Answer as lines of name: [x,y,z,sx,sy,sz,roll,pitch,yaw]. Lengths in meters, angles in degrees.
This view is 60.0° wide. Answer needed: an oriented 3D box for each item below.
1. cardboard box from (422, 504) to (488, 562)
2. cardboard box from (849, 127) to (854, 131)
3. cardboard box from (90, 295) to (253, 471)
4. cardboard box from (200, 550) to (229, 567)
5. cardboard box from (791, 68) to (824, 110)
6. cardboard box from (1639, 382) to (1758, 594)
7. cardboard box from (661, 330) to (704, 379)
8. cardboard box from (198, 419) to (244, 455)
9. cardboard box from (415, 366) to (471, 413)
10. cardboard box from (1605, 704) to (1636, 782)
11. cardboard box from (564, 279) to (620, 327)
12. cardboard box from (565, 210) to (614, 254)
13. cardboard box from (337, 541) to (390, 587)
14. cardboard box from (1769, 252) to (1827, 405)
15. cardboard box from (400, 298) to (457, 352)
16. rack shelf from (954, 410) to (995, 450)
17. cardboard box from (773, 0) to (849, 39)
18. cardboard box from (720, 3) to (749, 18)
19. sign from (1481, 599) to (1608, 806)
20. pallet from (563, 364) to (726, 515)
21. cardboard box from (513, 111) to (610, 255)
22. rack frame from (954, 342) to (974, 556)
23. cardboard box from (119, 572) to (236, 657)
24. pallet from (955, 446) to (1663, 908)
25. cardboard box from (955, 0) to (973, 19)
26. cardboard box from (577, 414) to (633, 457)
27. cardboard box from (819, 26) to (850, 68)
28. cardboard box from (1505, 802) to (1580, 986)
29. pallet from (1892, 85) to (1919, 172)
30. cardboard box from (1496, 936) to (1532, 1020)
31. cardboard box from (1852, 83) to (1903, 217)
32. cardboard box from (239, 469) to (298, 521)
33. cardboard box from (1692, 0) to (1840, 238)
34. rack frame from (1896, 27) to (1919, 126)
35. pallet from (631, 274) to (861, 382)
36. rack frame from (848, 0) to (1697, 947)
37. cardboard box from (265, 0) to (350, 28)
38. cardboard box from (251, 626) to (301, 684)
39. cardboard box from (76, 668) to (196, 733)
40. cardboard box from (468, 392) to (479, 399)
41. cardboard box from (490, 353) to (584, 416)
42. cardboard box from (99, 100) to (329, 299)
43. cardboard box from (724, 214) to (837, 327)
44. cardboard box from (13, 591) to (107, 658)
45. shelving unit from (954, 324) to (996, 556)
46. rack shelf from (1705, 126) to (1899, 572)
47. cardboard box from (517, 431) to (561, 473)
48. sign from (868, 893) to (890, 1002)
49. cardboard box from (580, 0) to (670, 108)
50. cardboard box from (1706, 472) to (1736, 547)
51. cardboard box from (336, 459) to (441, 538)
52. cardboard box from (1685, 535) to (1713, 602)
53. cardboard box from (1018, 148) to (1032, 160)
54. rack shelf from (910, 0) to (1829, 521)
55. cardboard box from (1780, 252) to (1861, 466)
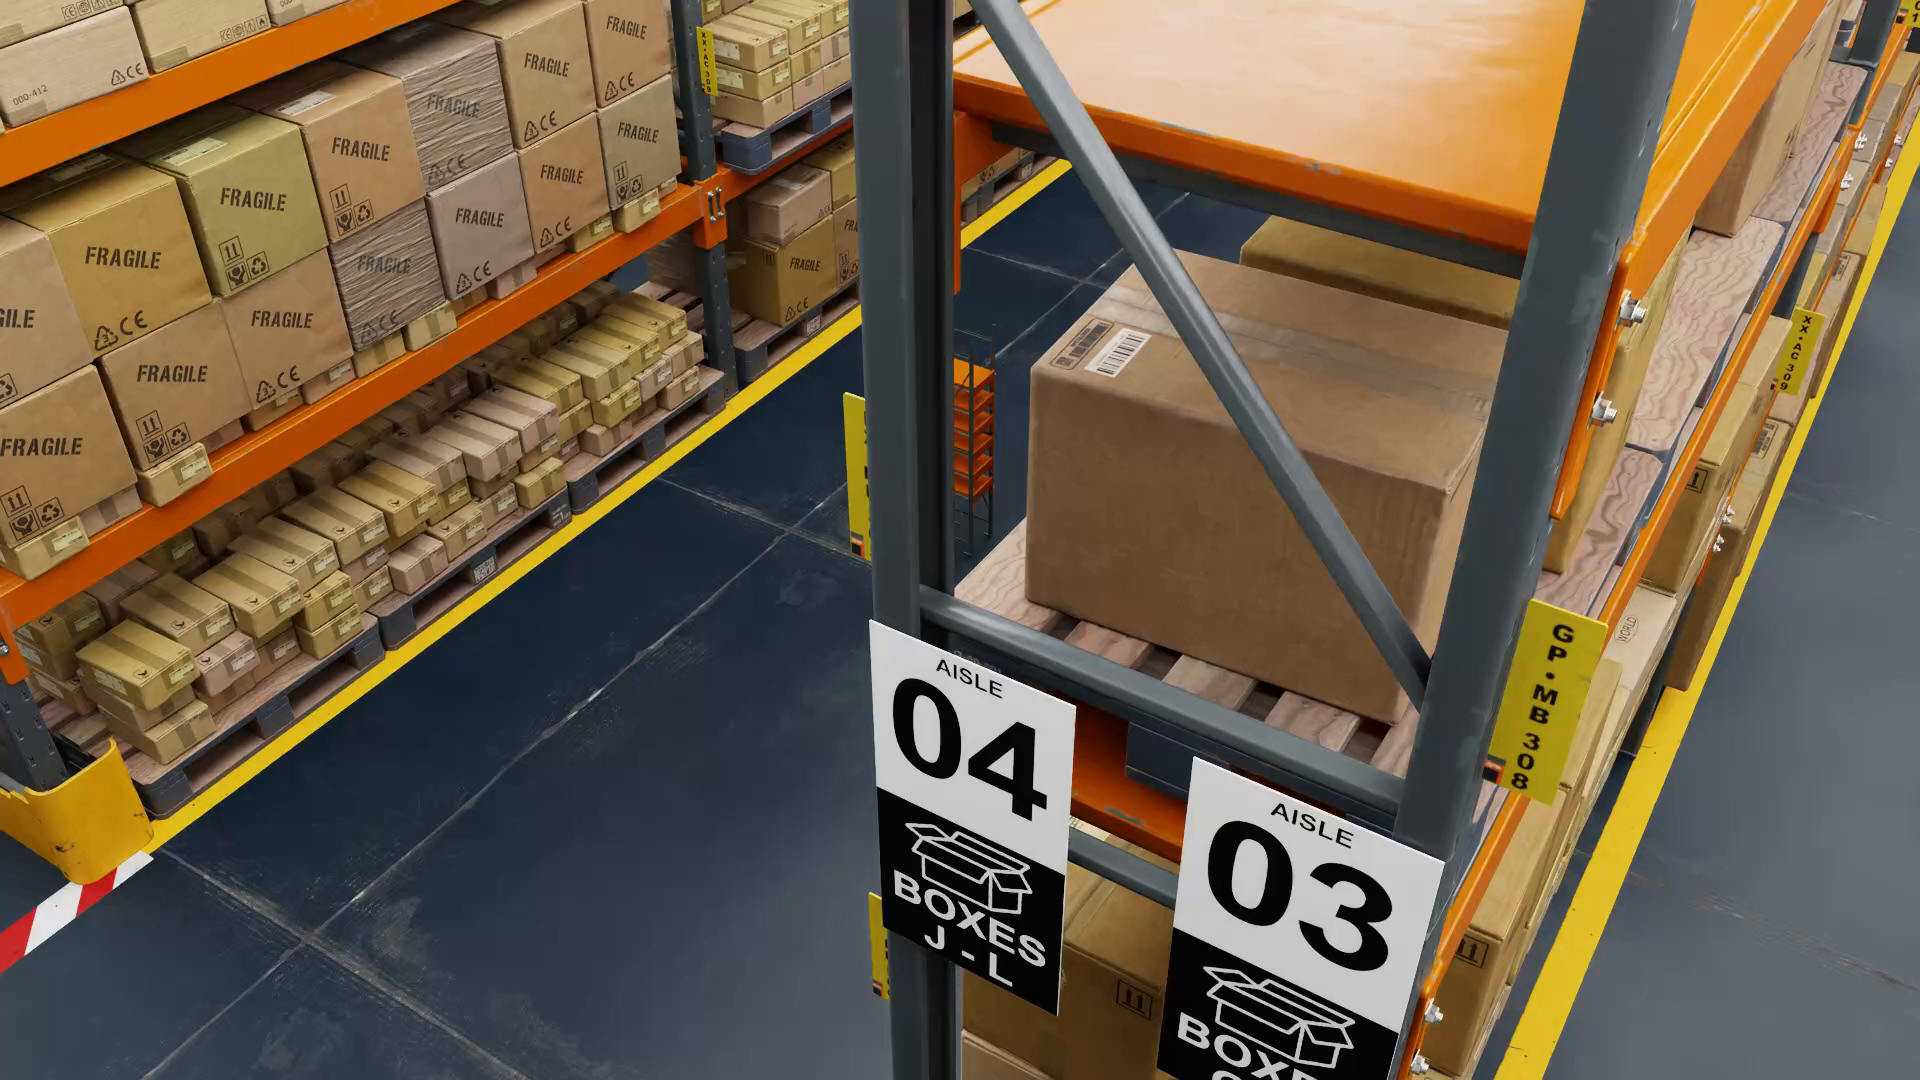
cardboard box: [-2.458,-0.078,7.825,0.380,0.149,0.250,21,42,25]
cardboard box: [-0.504,-2.440,9.987,0.500,0.250,0.500,23,43,27]
cardboard box: [-3.087,-0.656,6.258,0.500,0.500,0.500,21,42,25]
cardboard box: [-3.277,0.033,7.438,0.380,0.149,0.250,21,42,25]
cardboard box: [-0.940,-2.400,8.707,0.380,0.149,0.250,22,43,26]
cardboard box: [2.158,-0.235,5.302,0.500,0.500,0.500,22,43,26]
cardboard box: [-1.584,-1.024,8.809,0.380,0.149,0.250,22,43,26]
cardboard box: [-3.062,-0.478,6.559,0.380,0.149,0.250,23,43,27]
cardboard box: [-2.660,-0.783,8.252,0.380,0.149,0.250,22,43,26]
cardboard box: [1.875,0.565,5.205,0.380,0.149,0.250,20,42,24]
cardboard box: [-2.043,-1.299,8.921,0.380,0.149,0.250,23,43,27]
cardboard box: [-1.879,-1.526,7.917,0.380,0.149,0.250,23,43,27]
cardboard box: [-2.787,0.043,7.424,0.380,0.149,0.250,19,42,23]
cardboard box: [3.177,-0.915,6.838,0.500,0.500,0.500,21,42,25]
cardboard box: [-2.416,-0.983,7.213,0.380,0.149,0.250,22,43,26]
rack shelf: [0.008,-0.543,7.787,0.258,0.103,0.180,21,42,25]
cardboard box: [-0.800,-2.768,8.697,0.380,0.149,0.250,22,43,25]
cardboard box: [-1.362,-2.853,9.052,0.380,0.149,0.250,23,43,27]
sign: [0.773,0.220,2.209,0.100,0.325,0.005,21,42,25]
pallet: [-2.013,-0.673,8.890,1.003,0.211,1.213,21,42,25]
cardboard box: [-1.983,-1.684,7.591,0.500,0.500,0.500,20,42,24]
rack frame: [-0.041,-0.435,7.772,0.240,1.200,0.006,21,42,25]
cardboard box: [-3.213,0.313,6.830,0.380,0.149,0.250,22,43,26]
pallet: [0.696,0.062,3.268,1.003,0.211,1.213,21,42,25]
cardboard box: [-0.108,-3.200,9.746,0.380,0.149,0.250,23,43,26]
cardboard box: [-1.903,-0.595,8.496,0.380,0.149,0.250,20,42,24]
cardboard box: [-0.809,-2.640,8.776,0.380,0.149,0.250,22,43,26]
cardboard box: [1.338,0.856,4.502,0.500,0.250,0.500,20,42,24]
pallet: [6.321,-3.079,12.011,1.003,0.211,1.213,21,42,25]
cardboard box: [1.325,1.095,4.518,0.380,0.149,0.250,20,42,24]
cardboard box: [4.266,-1.972,8.209,0.500,0.500,0.500,21,42,25]
cardboard box: [-3.253,-0.257,7.570,0.380,0.149,0.250,23,43,27]
cardboard box: [1.790,-1.196,4.319,0.700,0.500,0.500,23,43,27]
rack frame: [4.593,-2.523,9.006,1.000,3.000,0.127,21,42,25]
pallet: [-1.268,-1.433,9.875,1.003,0.211,1.213,21,42,25]
rack frame: [0.307,-0.775,1.824,1.000,3.000,0.127,21,42,25]
cardboard box: [-2.534,-2.152,6.190,0.500,0.250,0.500,21,42,25]
cardboard box: [-3.077,0.432,7.163,0.380,0.149,0.250,22,43,26]
cardboard box: [-3.329,0.585,6.721,0.380,0.149,0.250,23,43,27]
cardboard box: [-2.455,-0.773,8.483,0.380,0.149,0.250,19,42,23]
cardboard box: [-2.090,-0.756,8.217,0.380,0.149,0.250,23,43,27]
cardboard box: [-2.799,-1.295,6.267,0.500,0.500,0.500,20,42,24]
cardboard box: [-1.064,-1.606,9.519,0.500,0.500,0.500,23,43,27]
cardboard box: [-3.757,0.298,6.850,0.380,0.149,0.250,22,43,26]
shelving unit: [0.008,-0.483,7.833,0.258,1.200,0.189,21,42,25]
rack shelf: [3.522,-1.207,7.888,1.077,0.370,4.000,21,42,25]
cardboard box: [-2.184,-0.502,8.131,0.380,0.149,0.250,22,43,26]
sign: [-0.143,0.864,3.469,0.100,0.325,0.005,21,42,25]
cardboard box: [-1.707,-2.358,7.647,0.500,0.500,0.500,20,42,24]
cardboard box: [2.435,-0.206,5.879,0.500,0.250,0.500,20,42,24]
cardboard box: [-2.571,-0.190,7.483,0.380,0.149,0.250,22,43,26]
cardboard box: [2.426,0.036,5.892,0.380,0.149,0.250,22,43,26]
cardboard box: [0.328,-2.949,11.262,0.500,0.500,0.500,21,42,25]
rack shelf: [1.379,-1.363,3.503,1.077,0.370,4.000,21,42,25]
cardboard box: [3.722,-1.042,8.481,1.225,0.875,0.875,21,42,25]
